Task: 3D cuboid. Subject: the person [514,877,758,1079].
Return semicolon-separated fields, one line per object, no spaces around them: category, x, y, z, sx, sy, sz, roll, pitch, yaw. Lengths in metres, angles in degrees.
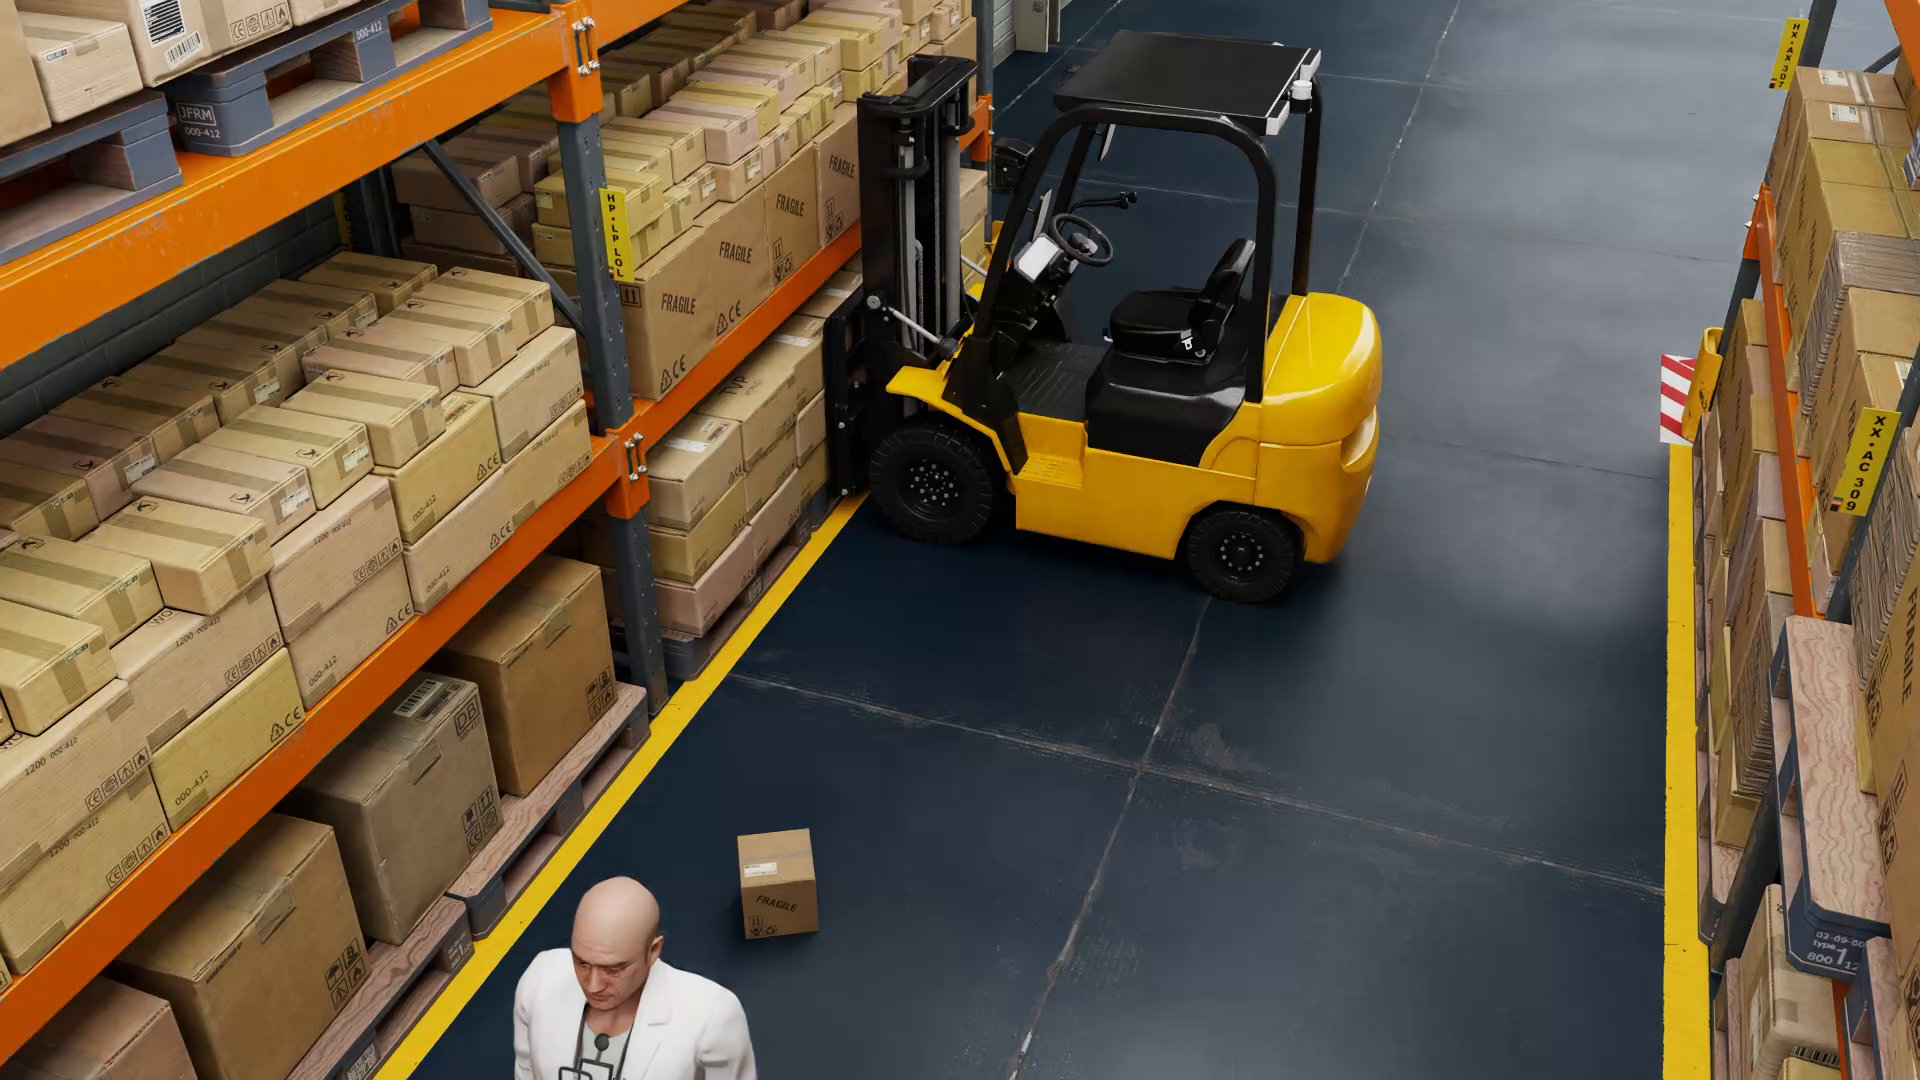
person;-0.734;1.463;3.834;0.624;1.762;0.635;7;34;11
